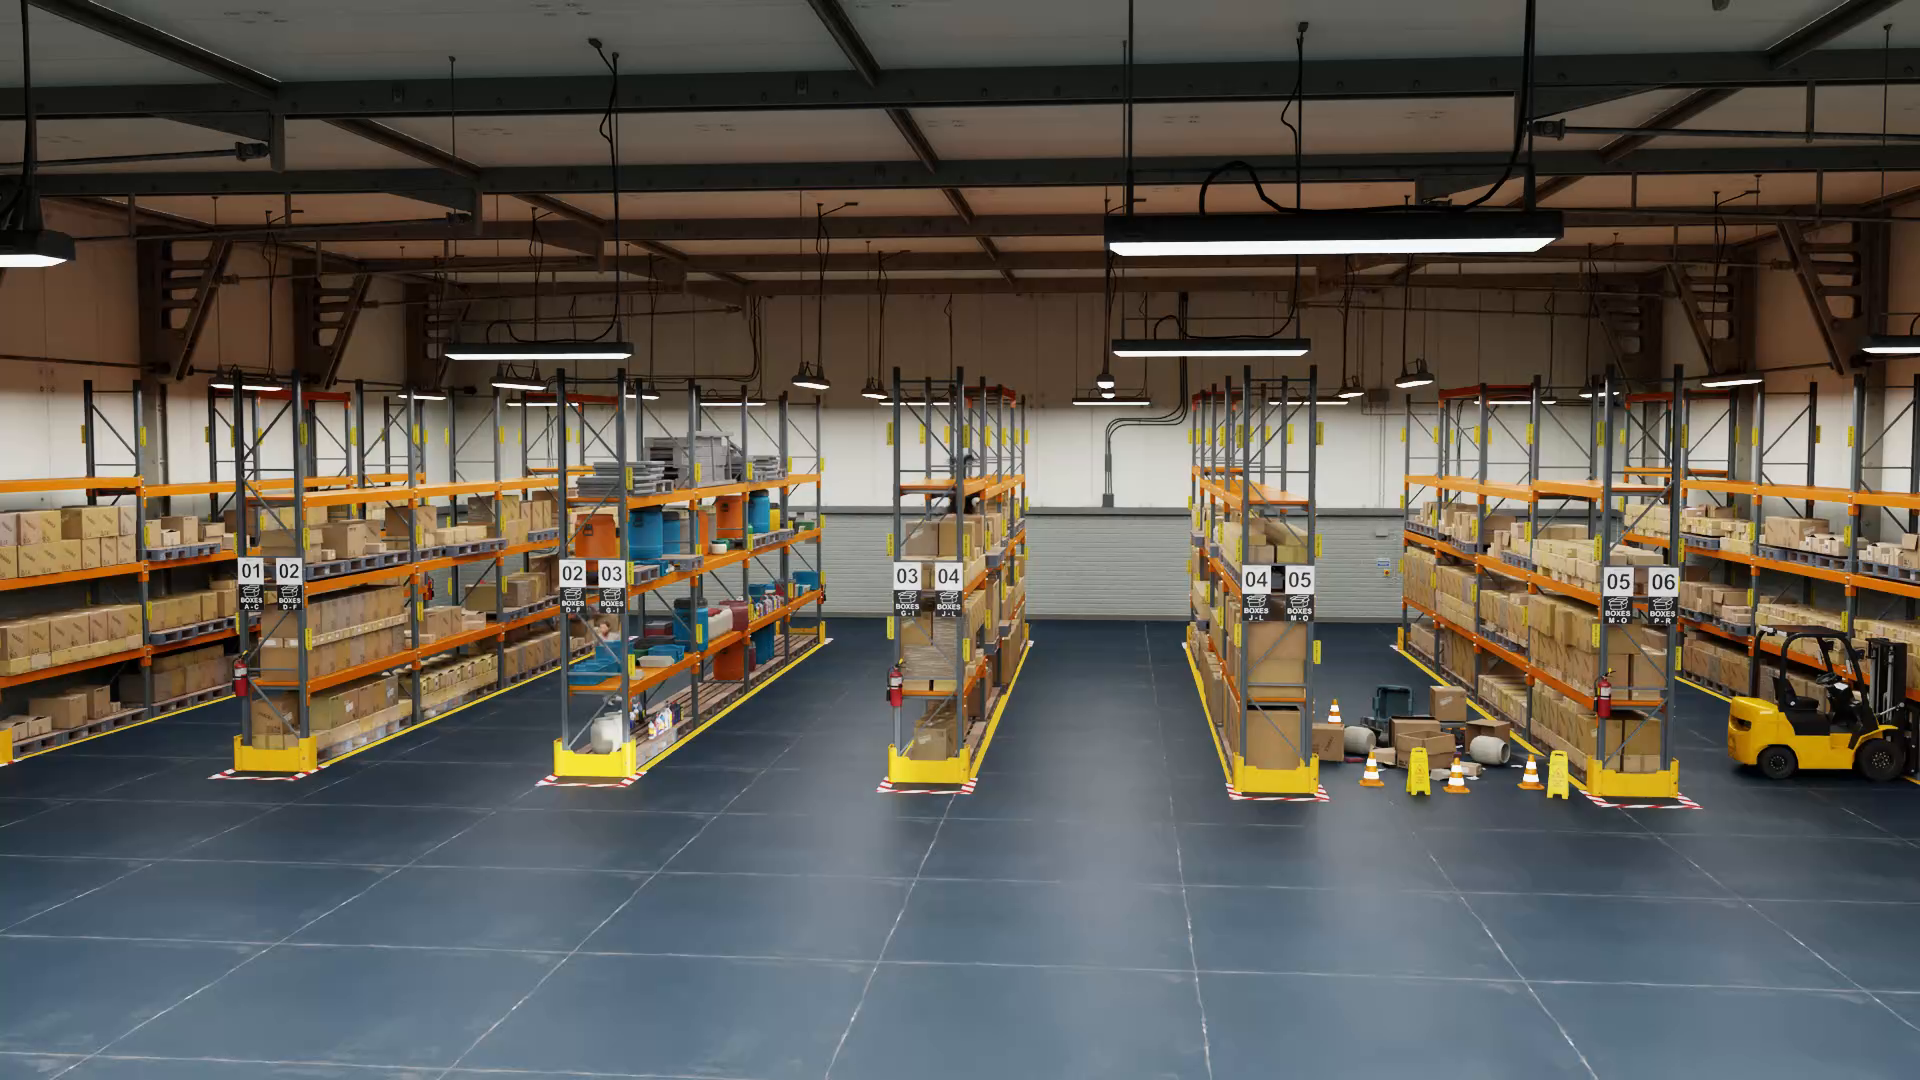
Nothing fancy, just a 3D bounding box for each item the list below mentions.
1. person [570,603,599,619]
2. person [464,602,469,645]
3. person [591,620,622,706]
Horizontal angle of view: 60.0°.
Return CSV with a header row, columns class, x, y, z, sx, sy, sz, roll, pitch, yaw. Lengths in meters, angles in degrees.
class,x,y,z,sx,sy,sz,roll,pitch,yaw
person,-9.557,1.565,42.399,1.035,1.638,0.618,1,4,10
person,-10.713,1.845,36.737,0.654,1.744,0.587,0,4,4
person,-6.567,2.296,31.121,0.610,1.626,0.806,-2,4,-30
